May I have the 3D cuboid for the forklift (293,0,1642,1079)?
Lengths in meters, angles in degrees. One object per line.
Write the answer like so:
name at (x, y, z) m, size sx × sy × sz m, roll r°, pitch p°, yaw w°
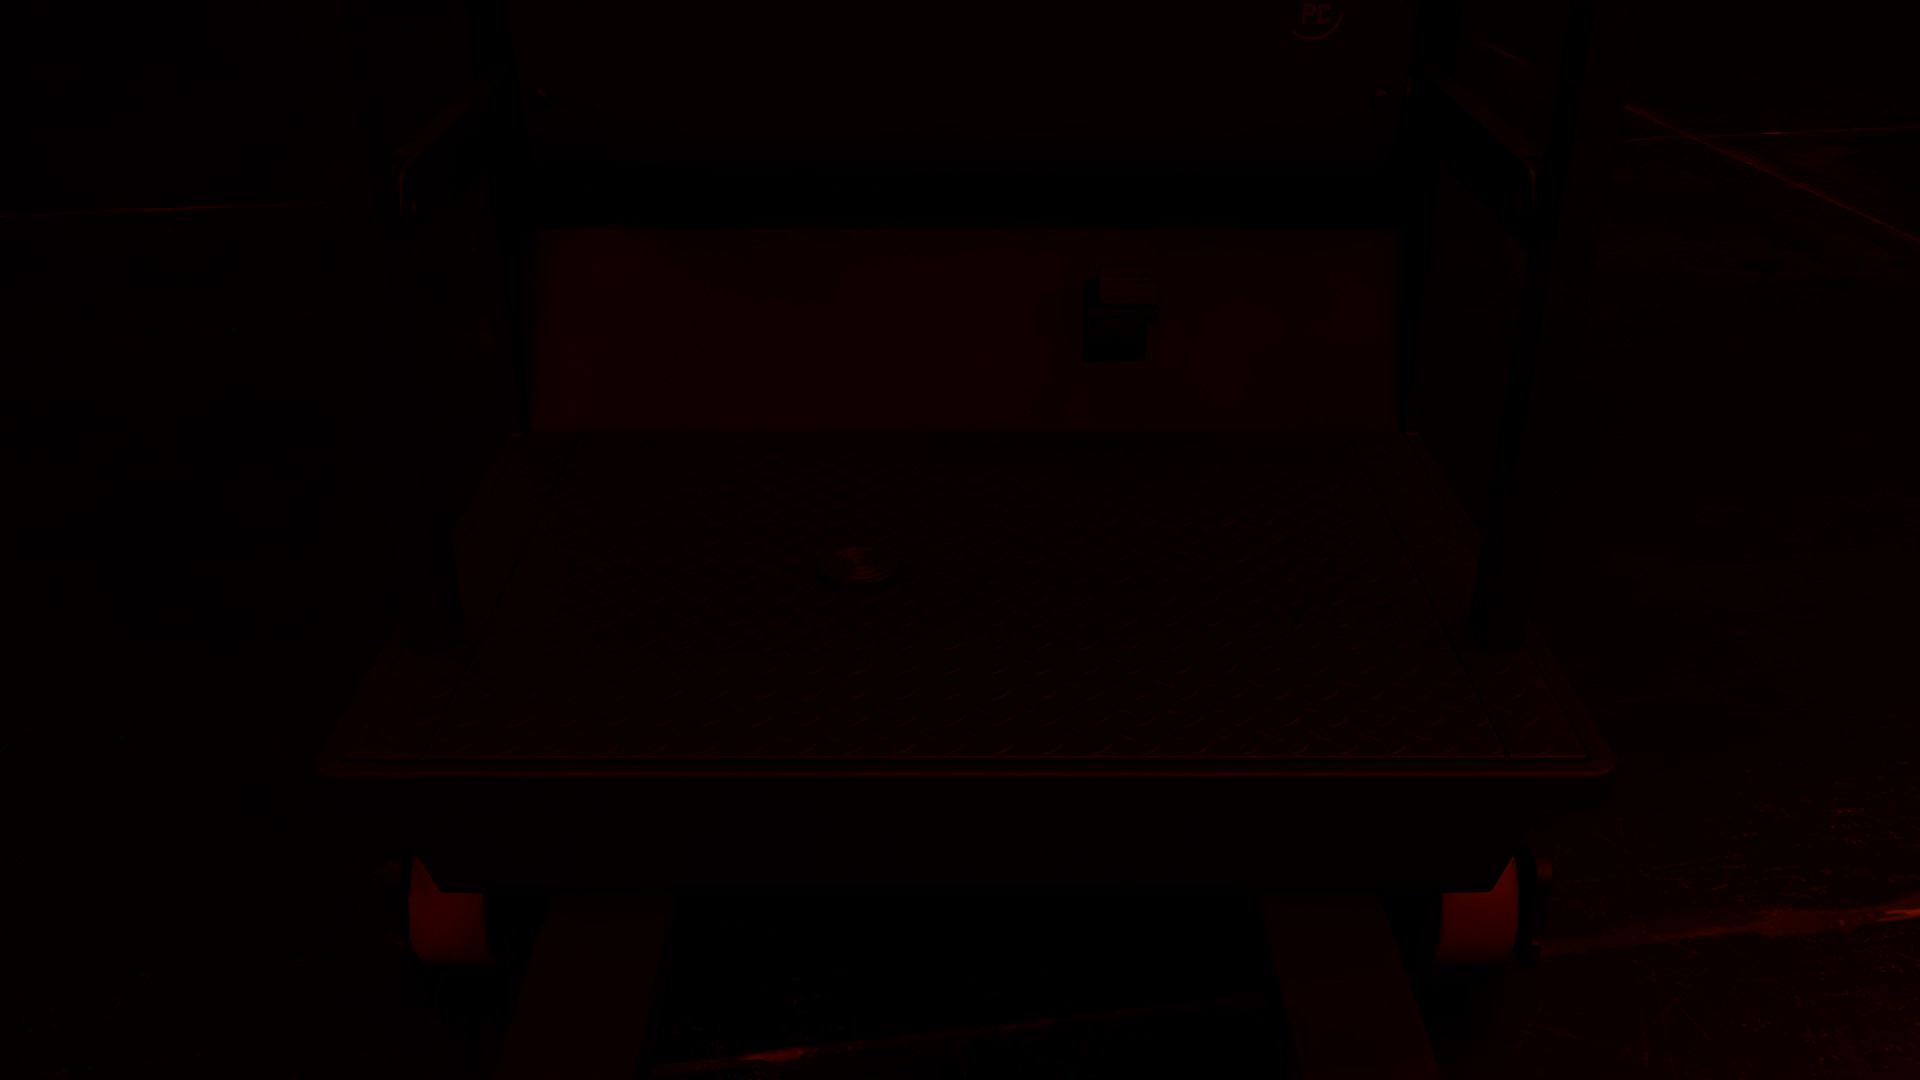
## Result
forklift at (0.005, -1.009, 1.274) m, size 1.130 × 2.935 × 3.031 m, roll 0°, pitch 28°, yaw 0°
